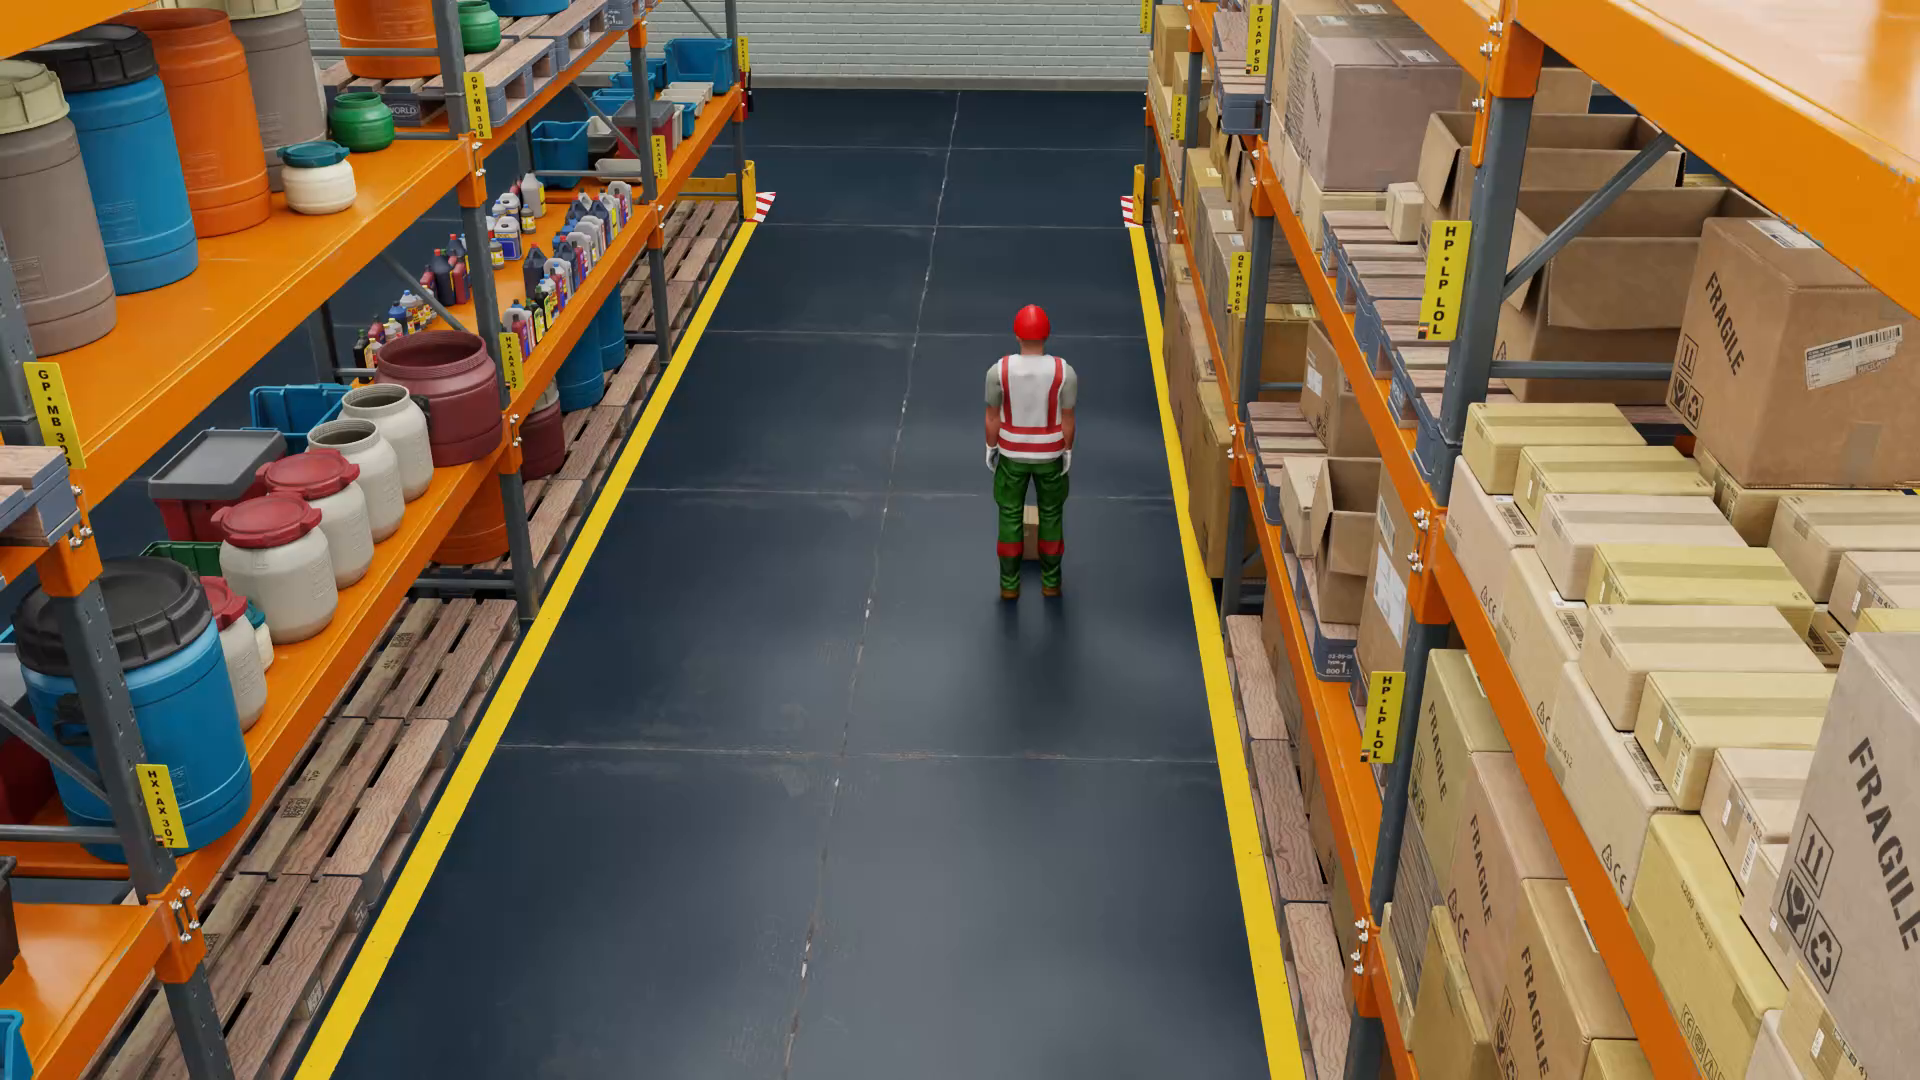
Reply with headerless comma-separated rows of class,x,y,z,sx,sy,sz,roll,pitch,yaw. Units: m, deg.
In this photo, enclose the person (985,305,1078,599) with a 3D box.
person,0.402,-0.507,9.565,0.522,1.790,0.359,2,28,3
